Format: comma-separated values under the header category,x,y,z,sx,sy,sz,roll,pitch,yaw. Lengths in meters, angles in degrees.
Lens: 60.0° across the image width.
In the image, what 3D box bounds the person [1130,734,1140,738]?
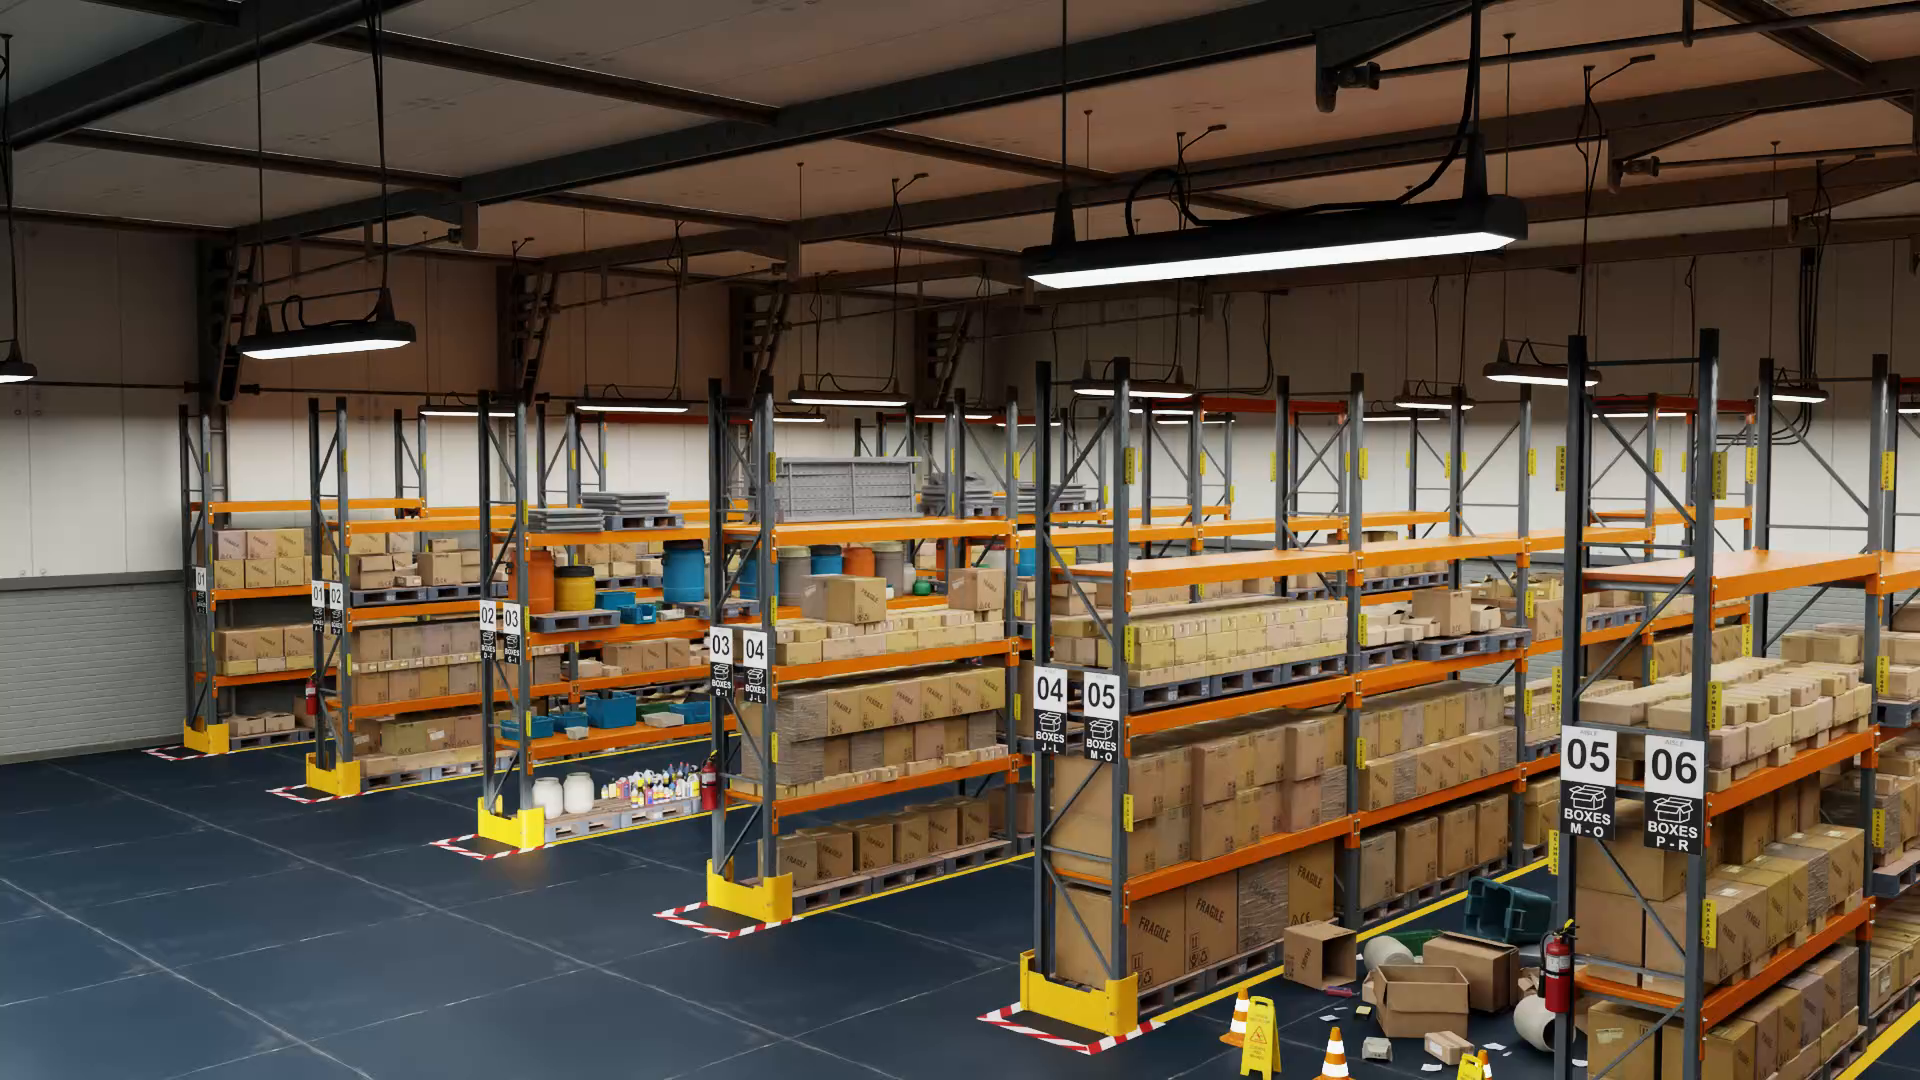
category,x,y,z,sx,sy,sz,roll,pitch,yaw
person,2.150,3.138,21.379,0.438,1.793,0.589,1,3,19

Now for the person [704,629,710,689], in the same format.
category,x,y,z,sx,sy,sz,roll,pitch,yaw
person,-4.960,2.571,33.669,0.466,1.695,0.499,0,3,-9
